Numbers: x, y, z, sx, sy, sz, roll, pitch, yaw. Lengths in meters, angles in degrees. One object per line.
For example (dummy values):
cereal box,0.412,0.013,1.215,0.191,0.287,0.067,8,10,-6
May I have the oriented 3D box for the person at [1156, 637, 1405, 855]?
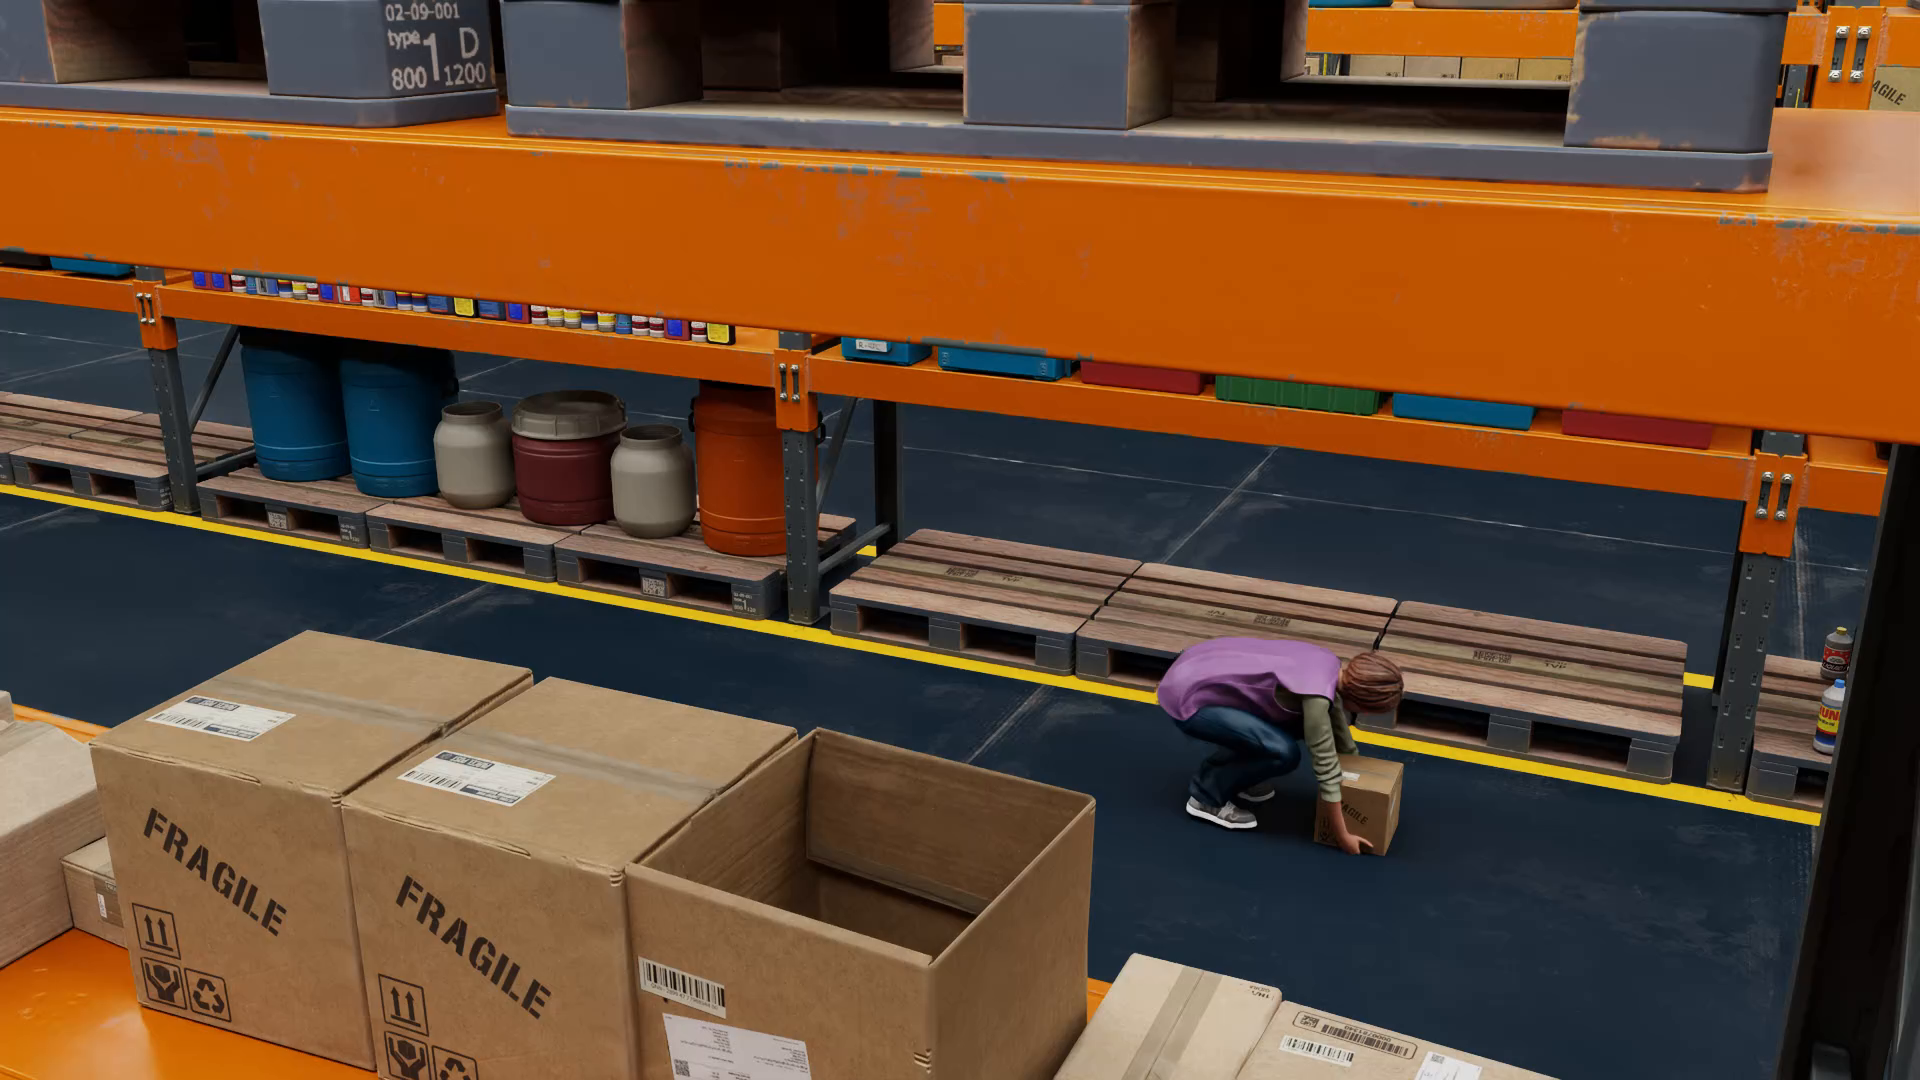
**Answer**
person,1.137,0.698,5.997,0.863,0.700,0.422,8,21,21
